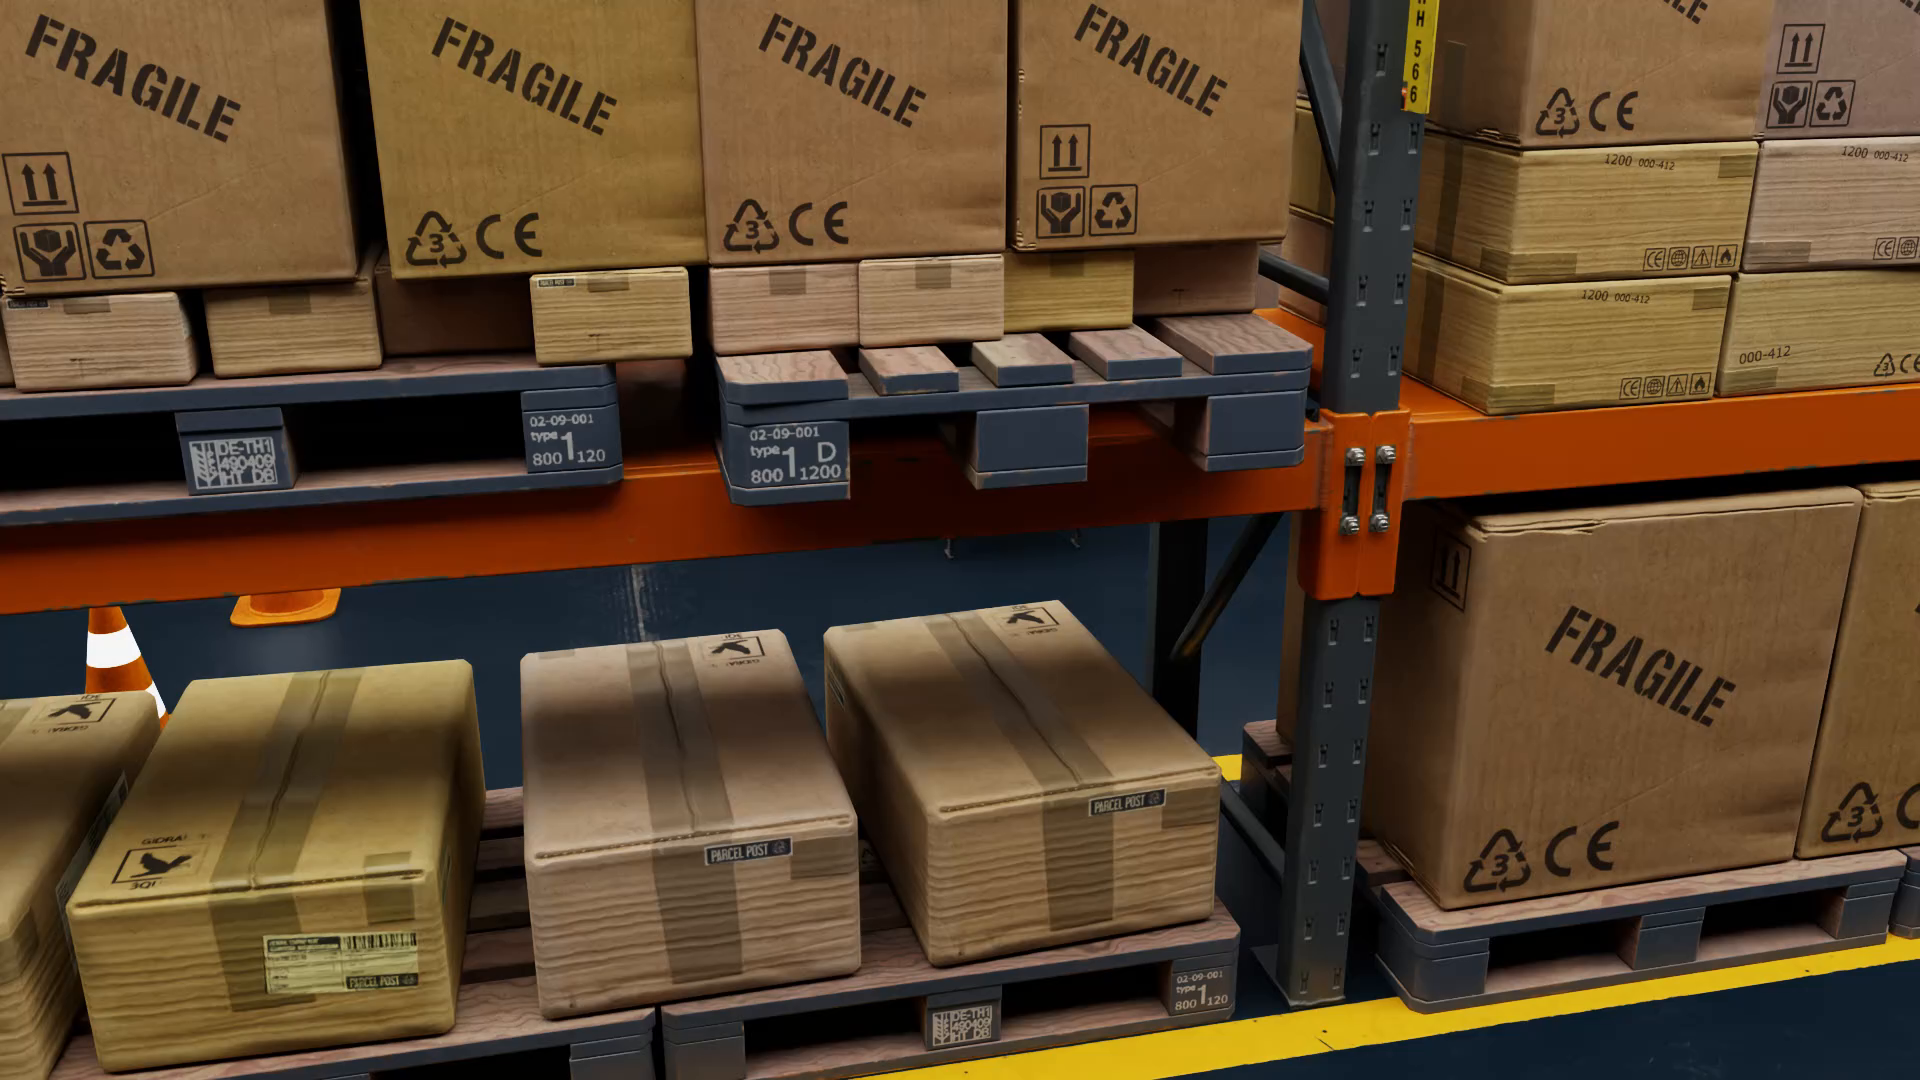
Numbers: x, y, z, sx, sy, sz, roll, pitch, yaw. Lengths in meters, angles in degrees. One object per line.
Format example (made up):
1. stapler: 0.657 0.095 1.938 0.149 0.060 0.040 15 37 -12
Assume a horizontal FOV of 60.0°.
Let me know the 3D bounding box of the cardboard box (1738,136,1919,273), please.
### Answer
1. cardboard box: 1.707 -0.734 3.448 0.500 0.250 0.500 -4 21 -11

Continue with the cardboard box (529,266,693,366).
1. cardboard box: -0.602 -0.422 2.860 0.250 0.149 0.380 -4 21 -12

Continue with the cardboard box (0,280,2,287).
1. cardboard box: -1.745 -0.654 2.551 0.500 0.500 0.500 -5 21 -13

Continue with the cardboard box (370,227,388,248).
1. cardboard box: -1.020 -0.574 3.276 0.250 0.149 0.380 -4 20 -10

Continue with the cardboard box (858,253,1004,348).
1. cardboard box: -0.090 -0.465 2.979 0.250 0.149 0.380 -5 21 -13

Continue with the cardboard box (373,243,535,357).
1. cardboard box: -0.875 -0.444 2.921 0.250 0.149 0.380 -4 21 -12

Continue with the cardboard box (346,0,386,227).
1. cardboard box: -1.347 -0.872 3.146 0.500 0.500 0.500 -5 21 -15

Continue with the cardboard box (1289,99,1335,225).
1. cardboard box: 1.067 -0.859 3.790 0.500 0.250 0.500 -5 21 -13

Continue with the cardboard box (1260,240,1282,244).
1. cardboard box: 1.628 -1.686 8.490 0.500 0.250 0.500 -6 21 -15

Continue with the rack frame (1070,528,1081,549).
1. rack frame: 0.399 -1.018 6.042 0.015 2.100 0.400 -5 21 -12

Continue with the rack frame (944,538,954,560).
1. rack frame: -0.076 -0.980 5.936 0.015 2.100 0.400 -5 21 -12

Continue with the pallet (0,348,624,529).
1. pallet: -1.263 -0.311 3.081 1.213 0.211 1.003 -5 21 -12

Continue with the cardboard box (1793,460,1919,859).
1. cardboard box: 2.214 0.133 4.069 0.875 0.875 0.875 -4 21 -12

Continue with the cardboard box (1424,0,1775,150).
1. cardboard box: 1.190 -1.045 3.207 0.500 0.500 0.500 -5 21 -14

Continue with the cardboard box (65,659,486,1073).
1. cardboard box: -1.354 0.626 3.455 0.625 0.372 0.950 -4 20 -11

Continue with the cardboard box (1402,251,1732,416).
1. cardboard box: 1.188 -0.455 3.415 0.500 0.250 0.500 -5 21 -13

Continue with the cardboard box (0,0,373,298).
1. cardboard box: -1.247 -0.698 2.672 0.500 0.500 0.500 -6 21 -15

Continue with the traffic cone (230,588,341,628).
1. traffic cone: -2.302 0.012 5.609 0.334 0.463 0.336 -5 21 -12

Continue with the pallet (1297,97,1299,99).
1. pallet: 1.333 -2.301 8.513 1.213 0.211 1.003 -5 21 -12

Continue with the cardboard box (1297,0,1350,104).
1. cardboard box: 1.097 -1.216 3.675 0.500 0.500 0.500 -5 21 -14

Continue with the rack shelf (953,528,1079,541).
1. rack shelf: 0.161 -0.329 6.235 0.480 0.518 0.431 -5 21 -12

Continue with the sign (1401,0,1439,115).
1. sign: 0.788 -0.897 2.834 0.005 0.325 0.100 -5 21 -12

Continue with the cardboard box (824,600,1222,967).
1. cardboard box: 0.102 0.507 3.780 0.625 0.372 0.950 -6 21 -16

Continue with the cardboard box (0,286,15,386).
1. cardboard box: -1.624 -0.362 2.697 0.250 0.149 0.380 -4 21 -12

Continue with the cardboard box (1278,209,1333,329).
1. cardboard box: 1.086 -0.628 3.886 0.500 0.250 0.500 -5 21 -14

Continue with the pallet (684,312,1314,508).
1. pallet: -0.015 -0.389 3.295 1.003 0.211 1.213 -5 21 -12

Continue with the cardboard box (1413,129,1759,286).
1. cardboard box: 1.204 -0.693 3.337 0.500 0.250 0.500 -5 21 -13

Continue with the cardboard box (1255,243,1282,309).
1. cardboard box: 1.647 -1.338 8.629 0.500 0.500 0.500 -5 21 -14

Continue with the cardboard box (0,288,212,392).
1. cardboard box: -1.353 -0.366 2.707 0.250 0.149 0.380 -4 20 -10

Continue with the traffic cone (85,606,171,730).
1. traffic cone: -2.354 0.370 4.633 0.334 0.463 0.336 -5 21 -12

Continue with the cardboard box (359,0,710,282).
1. cardboard box: -0.716 -0.741 2.789 0.500 0.500 0.500 -6 21 -16

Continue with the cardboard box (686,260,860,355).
1. cardboard box: -0.337 -0.448 2.932 0.250 0.149 0.380 -6 21 -15

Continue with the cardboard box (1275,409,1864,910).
1. cardboard box: 1.345 0.202 3.880 0.875 0.875 0.875 -5 21 -13

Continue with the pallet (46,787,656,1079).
1. pallet: -1.292 0.895 3.565 1.213 0.211 1.003 -5 21 -12

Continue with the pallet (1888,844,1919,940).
1. pallet: 2.623 0.605 4.355 1.213 0.211 1.003 -5 21 -12

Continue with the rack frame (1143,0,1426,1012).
1. rack frame: 0.654 -0.571 3.513 0.127 3.000 1.000 -5 21 -12

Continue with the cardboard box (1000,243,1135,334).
1. cardboard box: 0.145 -0.500 3.074 0.250 0.149 0.380 -4 21 -12

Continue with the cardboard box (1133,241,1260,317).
1. cardboard box: 0.389 -0.546 3.198 0.250 0.149 0.380 -4 20 -10

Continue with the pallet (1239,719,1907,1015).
1. pallet: 1.438 0.701 4.094 1.213 0.211 1.003 -5 21 -12

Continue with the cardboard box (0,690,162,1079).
1. cardboard box: -2.030 0.682 3.303 0.625 0.372 0.950 -3 20 -9

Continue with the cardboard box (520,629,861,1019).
1. cardboard box: -0.615 0.568 3.613 0.625 0.372 0.950 -5 21 -14

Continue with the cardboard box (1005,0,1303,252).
1. cardboard box: 0.275 -0.826 3.020 0.500 0.500 0.500 -5 21 -14

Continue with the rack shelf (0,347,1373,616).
1. rack shelf: -1.292 -0.075 3.205 4.000 0.370 1.077 -5 21 -12

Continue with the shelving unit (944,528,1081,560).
1. shelving unit: 0.161 -0.999 5.989 0.503 2.100 0.431 -5 21 -12

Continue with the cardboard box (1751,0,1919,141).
1. cardboard box: 1.671 -1.087 3.323 0.500 0.500 0.500 -5 21 -12

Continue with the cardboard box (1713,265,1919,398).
1. cardboard box: 1.684 -0.502 3.542 0.500 0.250 0.500 -5 21 -14

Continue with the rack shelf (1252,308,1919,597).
1. rack shelf: 2.600 -0.392 4.069 4.000 0.370 1.077 -5 21 -12

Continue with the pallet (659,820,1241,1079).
1. pallet: -0.107 0.799 3.825 1.213 0.211 1.003 -5 21 -12

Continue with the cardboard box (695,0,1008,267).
1. cardboard box: -0.225 -0.782 2.899 0.500 0.500 0.500 -5 21 -13

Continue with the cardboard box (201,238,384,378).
1. cardboard box: -1.101 -0.397 2.791 0.250 0.149 0.380 -5 21 -14
